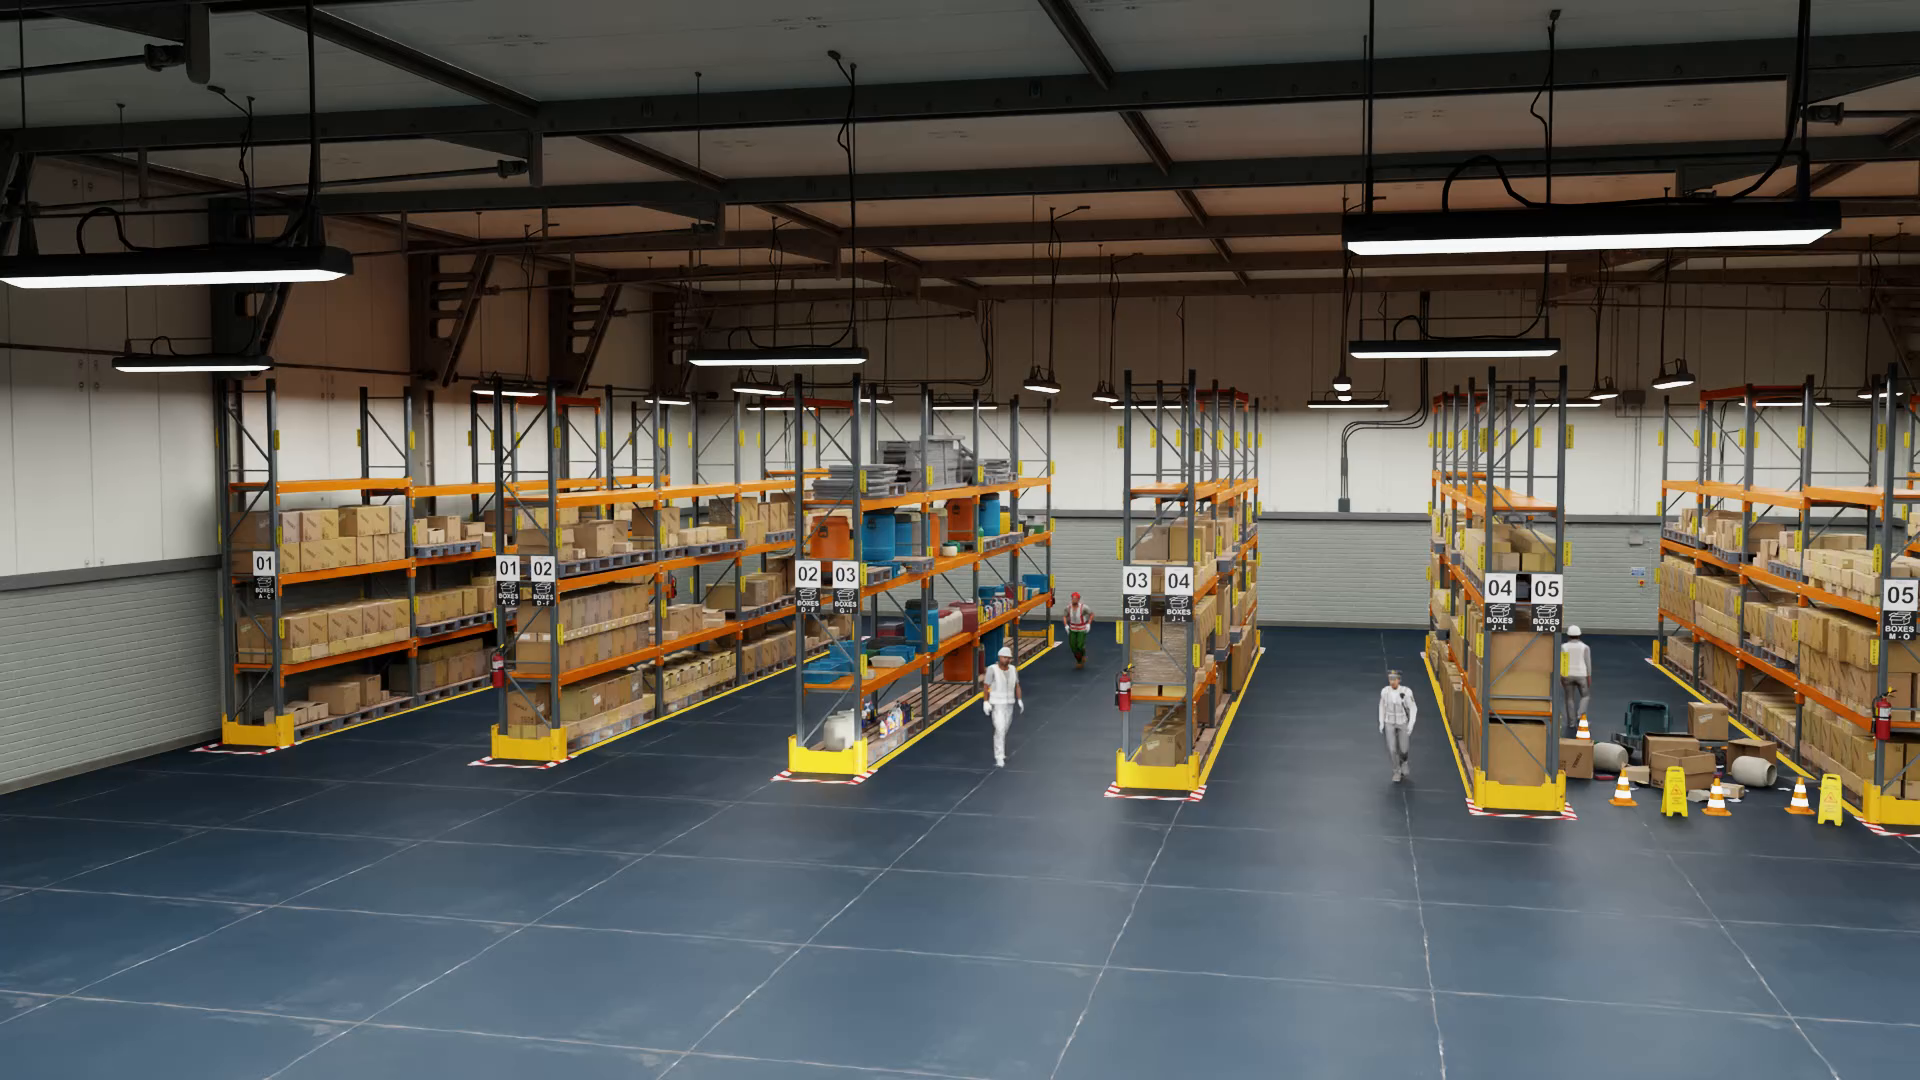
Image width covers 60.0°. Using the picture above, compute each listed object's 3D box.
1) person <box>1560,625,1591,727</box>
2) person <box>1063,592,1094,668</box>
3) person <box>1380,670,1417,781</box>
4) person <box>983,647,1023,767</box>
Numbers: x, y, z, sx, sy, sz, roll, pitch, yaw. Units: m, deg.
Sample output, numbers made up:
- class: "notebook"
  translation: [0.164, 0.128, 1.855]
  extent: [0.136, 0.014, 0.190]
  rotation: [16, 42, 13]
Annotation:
- class: "person"
  translation: [10.715, 2.382, 28.988]
  extent: [0.571, 1.771, 0.506]
  rotation: [1, 4, 22]
- class: "person"
  translation: [2.593, 1.975, 36.489]
  extent: [0.692, 1.689, 0.611]
  rotation: [1, 4, 20]
- class: "person"
  translation: [6.476, 2.712, 24.557]
  extent: [0.550, 1.651, 0.582]
  rotation: [2, 4, 26]
- class: "person"
  translation: [0.678, 2.585, 25.830]
  extent: [0.574, 1.842, 0.631]
  rotation: [-2, 4, -33]
